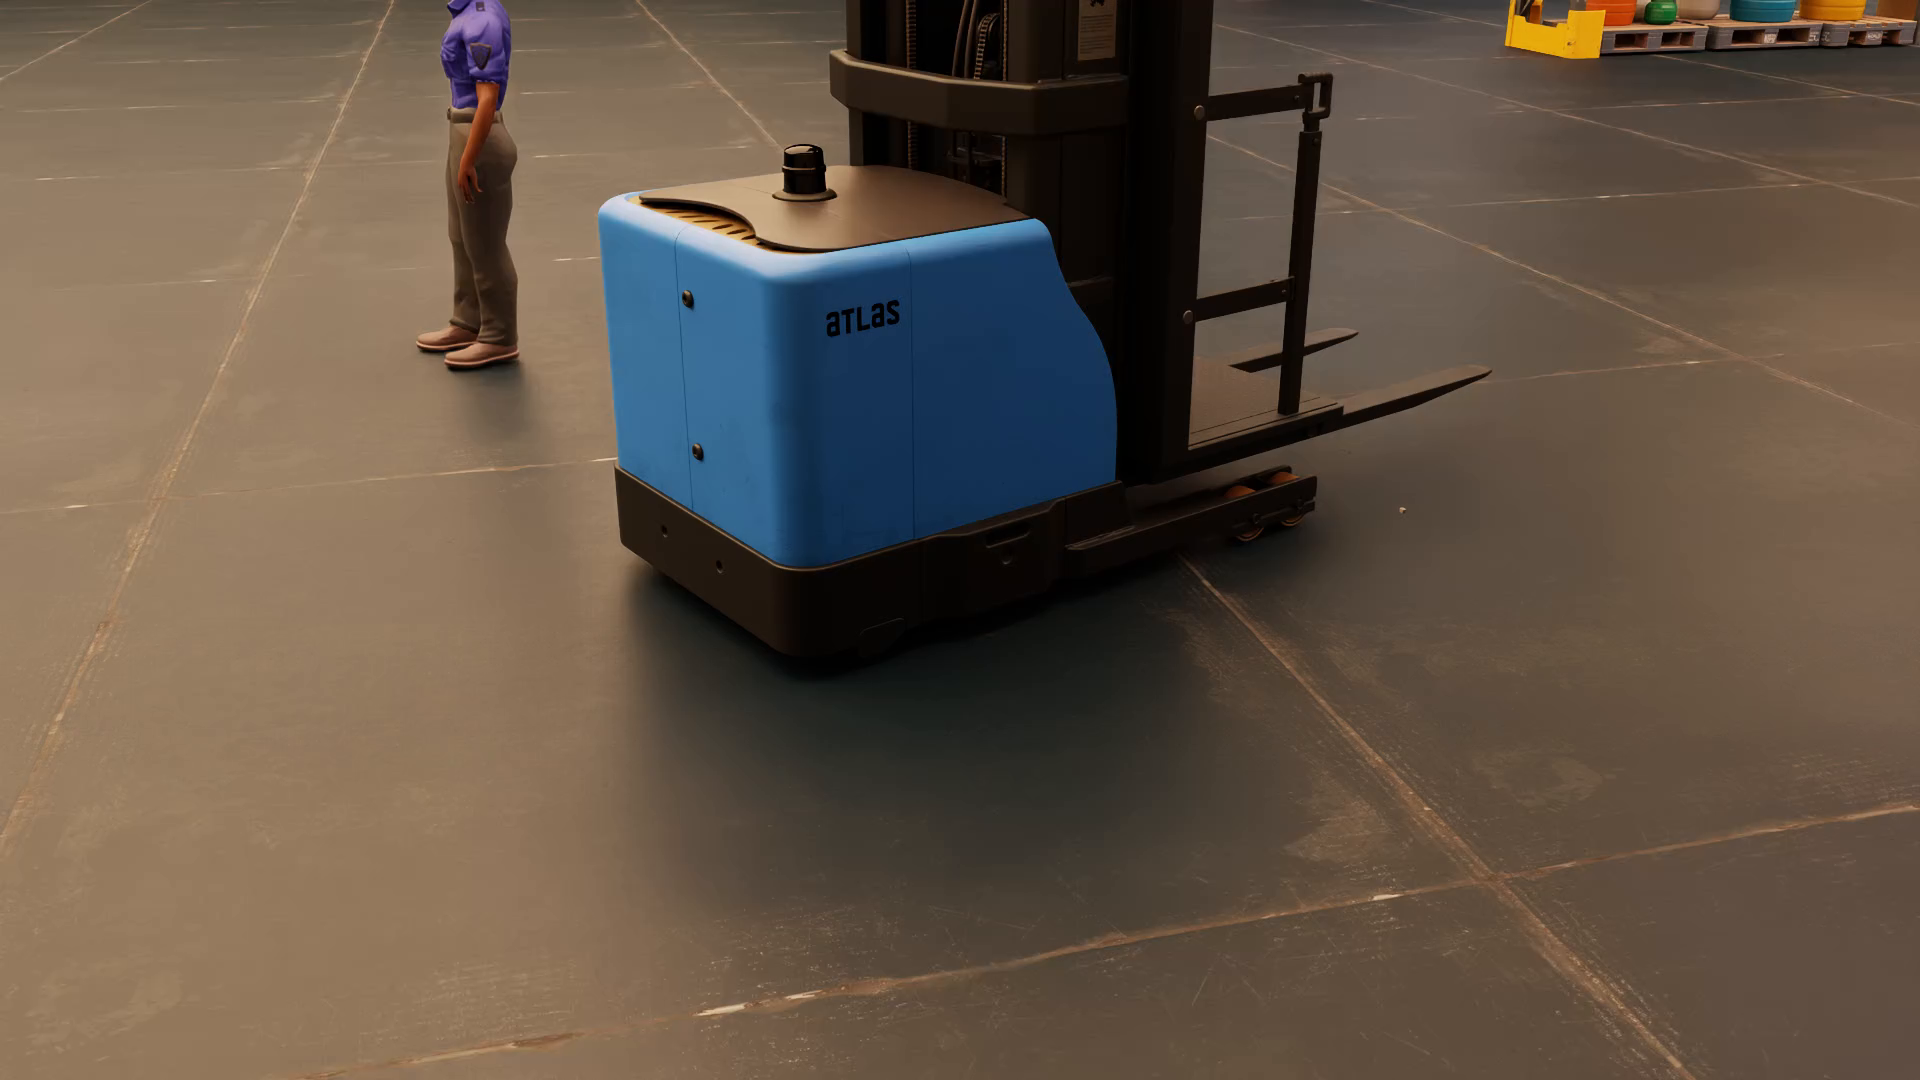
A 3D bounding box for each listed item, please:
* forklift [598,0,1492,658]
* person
[{"bbox_3d":[0.484,-1.493,4.818,3.031,2.935,1.130,-17,28,-34],"label":"forklift"},{"bbox_3d":[-1.947,-1.495,6.436,0.503,1.655,0.573,-7,24,-15],"label":"person"}]
